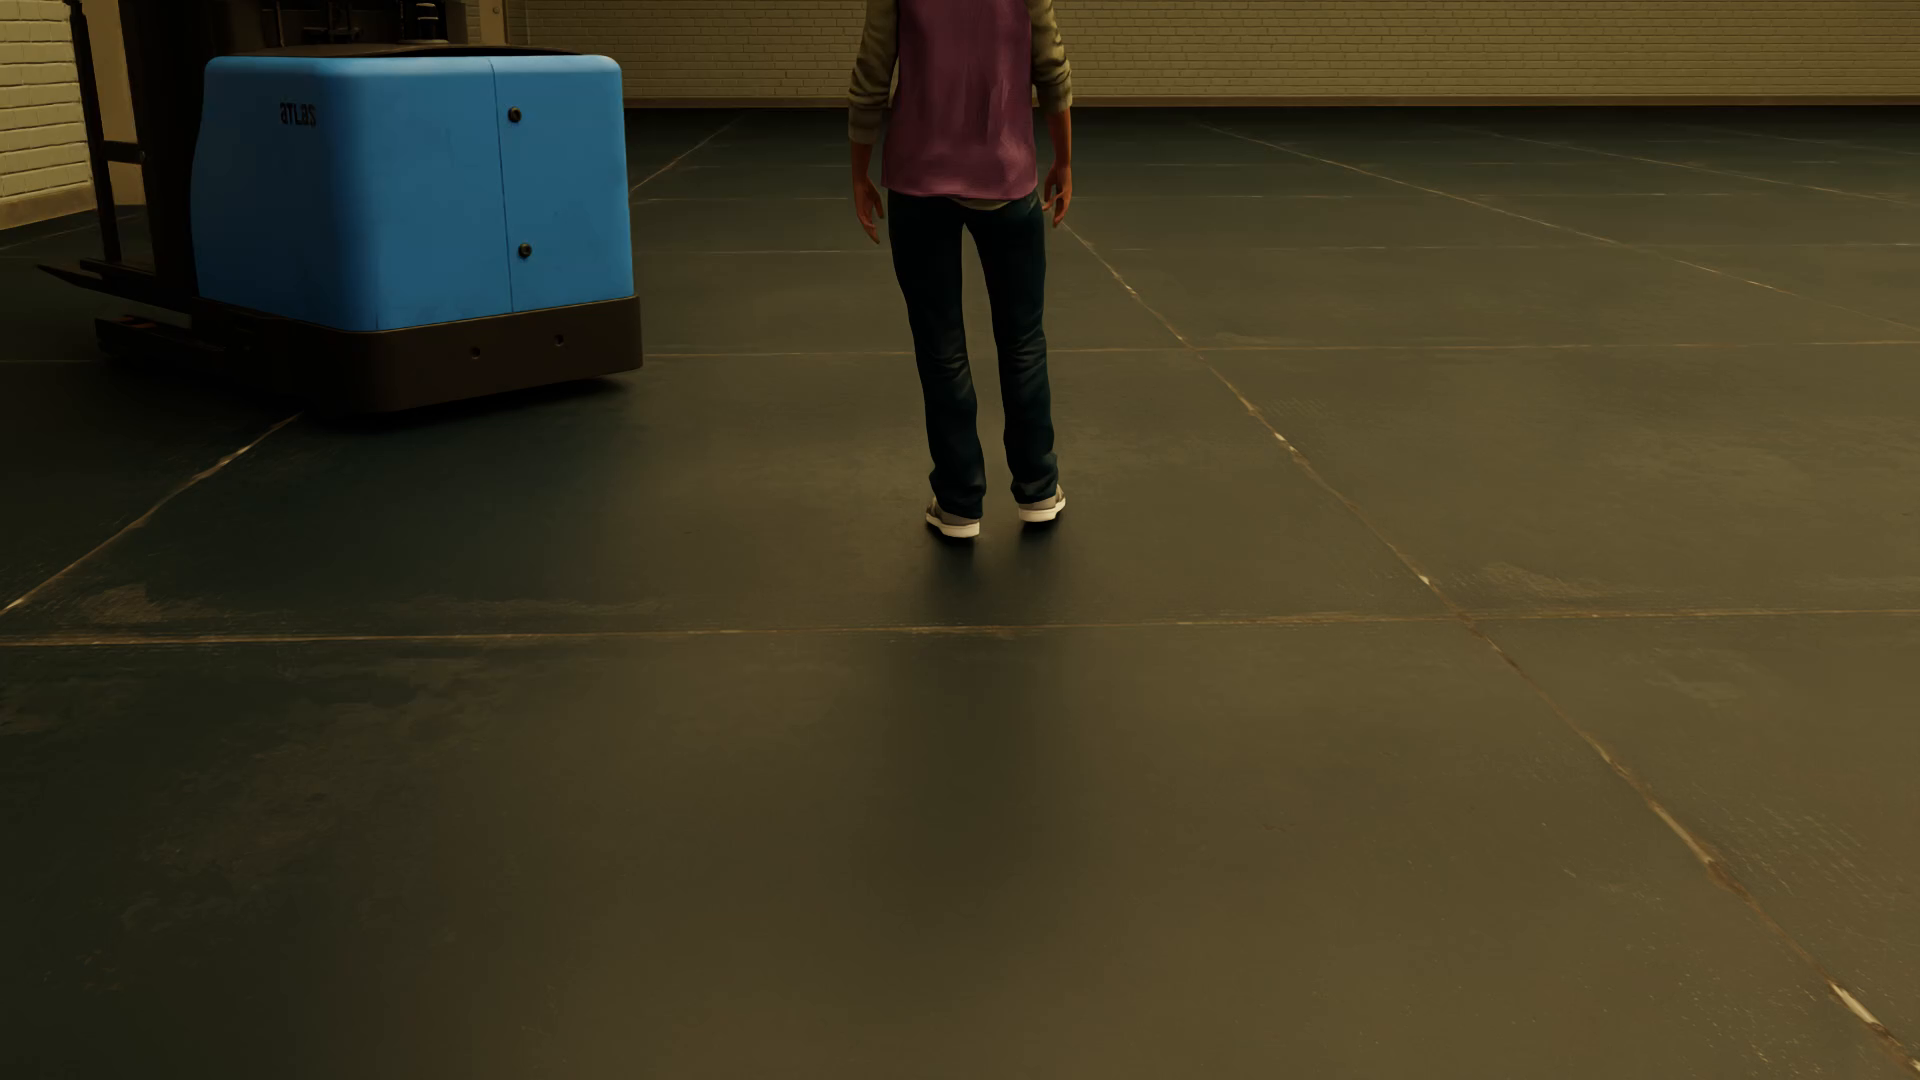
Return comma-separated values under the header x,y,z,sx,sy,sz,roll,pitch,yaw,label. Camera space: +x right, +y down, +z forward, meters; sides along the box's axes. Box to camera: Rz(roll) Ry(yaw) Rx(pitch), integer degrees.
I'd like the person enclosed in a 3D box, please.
x,y,z,sx,sy,sz,roll,pitch,yaw,label
0.010,-0.793,3.754,0.520,1.599,0.473,-1,17,-3,person

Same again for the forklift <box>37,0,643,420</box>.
x,y,z,sx,sy,sz,roll,pitch,yaw,label
-2.488,-2.104,5.786,3.031,2.935,1.130,15,23,40,forklift
